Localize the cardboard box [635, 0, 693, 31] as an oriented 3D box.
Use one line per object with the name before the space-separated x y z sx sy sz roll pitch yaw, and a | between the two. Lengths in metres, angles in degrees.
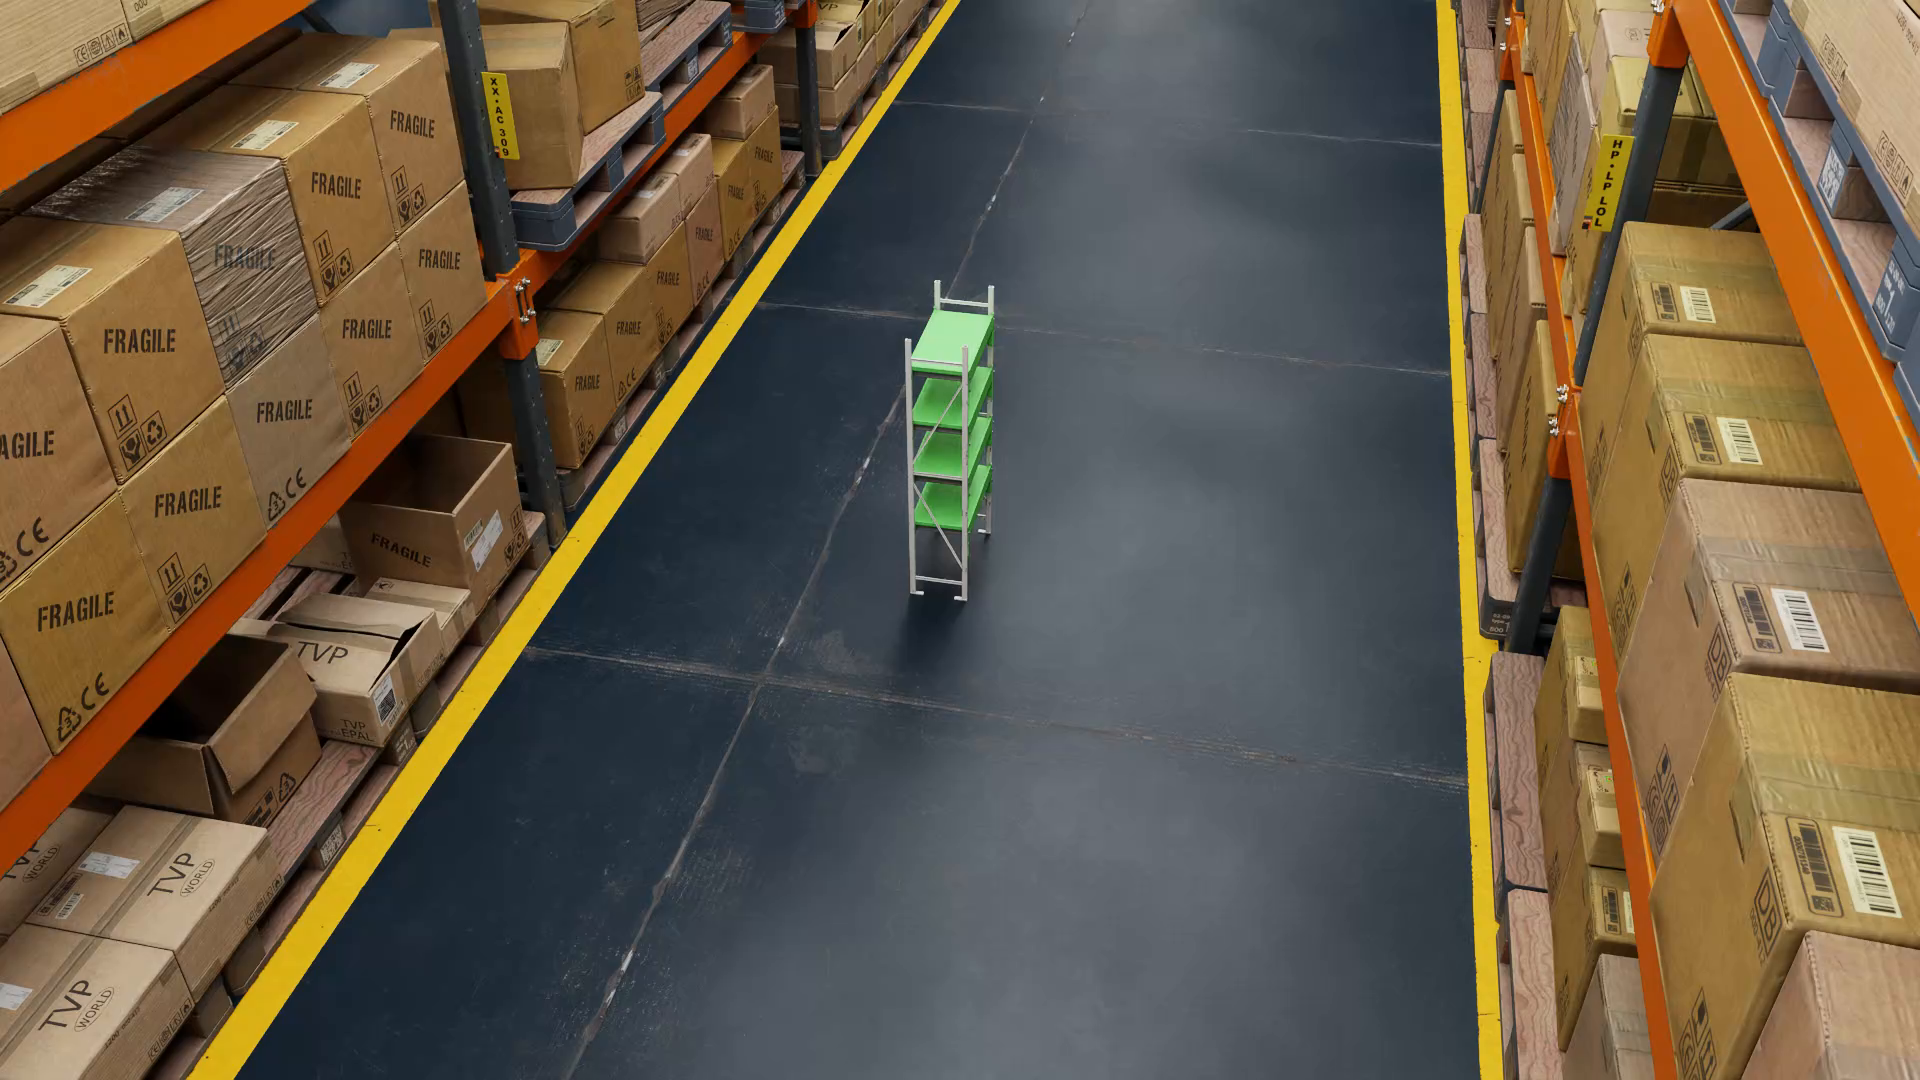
cardboard box | -1.771 -2.895 8.245 0.700 0.500 0.500 14 38 19

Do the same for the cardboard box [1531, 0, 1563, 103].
cardboard box | 2.894 -2.280 7.484 0.500 0.500 0.500 7 37 10

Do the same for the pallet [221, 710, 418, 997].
pallet | -2.625 0.958 5.749 1.003 0.211 1.213 7 37 10

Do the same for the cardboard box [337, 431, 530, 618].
cardboard box | -2.064 -0.070 6.546 0.500 0.500 0.500 7 37 10

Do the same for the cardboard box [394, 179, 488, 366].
cardboard box | -2.075 -0.988 5.972 0.500 0.500 0.500 8 37 11

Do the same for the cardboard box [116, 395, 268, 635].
cardboard box | -2.398 -0.105 4.754 0.500 0.500 0.500 8 37 11

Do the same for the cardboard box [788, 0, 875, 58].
cardboard box | -0.862 -3.409 10.905 0.500 0.311 0.500 6 36 9

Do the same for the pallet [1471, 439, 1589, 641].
pallet | 2.712 0.030 7.029 1.003 0.211 1.213 7 37 10

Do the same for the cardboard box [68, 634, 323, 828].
cardboard box | -2.615 0.644 5.558 0.797 0.503 0.637 7 37 10

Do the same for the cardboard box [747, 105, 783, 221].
cardboard box | -1.335 -2.160 9.430 0.500 0.500 0.500 9 37 12

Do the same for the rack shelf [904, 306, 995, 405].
rack shelf | -0.035 -0.728 6.523 0.258 0.148 0.480 7 37 10

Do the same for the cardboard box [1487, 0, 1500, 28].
cardboard box | 4.189 -3.976 11.935 0.700 0.500 0.500 9 37 12

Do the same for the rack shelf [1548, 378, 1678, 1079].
rack shelf | 2.194 0.790 4.217 1.077 0.370 4.000 7 37 10

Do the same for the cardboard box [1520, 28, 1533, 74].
cardboard box | 2.977 -2.402 8.206 0.380 0.149 0.250 8 37 11

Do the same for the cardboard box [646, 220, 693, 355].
cardboard box | -1.661 -1.272 8.204 0.500 0.500 0.500 8 37 11

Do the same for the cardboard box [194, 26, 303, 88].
cardboard box | -2.595 -1.477 5.795 0.500 0.500 0.500 8 37 11

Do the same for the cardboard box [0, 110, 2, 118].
cardboard box | -2.491 -0.962 3.593 0.500 0.250 0.500 7 37 10

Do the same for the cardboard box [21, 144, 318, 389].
cardboard box | -2.289 -0.807 4.870 0.500 0.500 0.500 8 37 10

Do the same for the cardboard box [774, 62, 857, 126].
cardboard box | -0.966 -2.880 10.653 0.500 0.250 0.500 7 37 10

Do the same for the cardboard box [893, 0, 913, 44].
cardboard box | -0.644 -3.761 11.868 0.500 0.250 0.500 8 37 11

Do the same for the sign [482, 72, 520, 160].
sign | -1.687 -1.553 6.100 0.100 0.325 0.005 7 37 10

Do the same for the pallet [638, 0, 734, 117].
pallet | -1.776 -2.367 8.123 1.003 0.211 1.213 7 37 10

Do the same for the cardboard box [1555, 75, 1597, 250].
cardboard box | 2.573 -1.407 6.279 0.500 0.500 0.500 8 37 10

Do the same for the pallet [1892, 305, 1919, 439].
pallet | 1.915 0.040 2.158 1.003 0.211 1.213 7 37 10

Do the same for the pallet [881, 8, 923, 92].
pallet | -0.888 -3.595 12.030 1.003 0.211 1.213 7 37 10

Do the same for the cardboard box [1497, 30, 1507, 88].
cardboard box | 3.880 -3.095 10.720 0.700 0.500 0.500 7 37 10

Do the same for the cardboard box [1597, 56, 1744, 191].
cardboard box | 2.471 -1.420 5.659 0.500 0.250 0.500 8 37 11

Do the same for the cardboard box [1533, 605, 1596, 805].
cardboard box | 2.361 0.610 5.624 0.700 0.500 0.500 8 37 11

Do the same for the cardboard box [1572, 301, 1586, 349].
cardboard box | 2.417 -0.783 5.972 0.380 0.149 0.250 8 37 10

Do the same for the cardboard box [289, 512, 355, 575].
cardboard box | -2.520 -0.142 6.807 0.500 0.311 0.500 7 37 10

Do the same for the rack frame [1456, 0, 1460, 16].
rack frame | 4.330 -5.234 11.916 1.000 3.000 0.127 7 37 10

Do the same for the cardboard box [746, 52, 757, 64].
cardboard box | -1.493 -3.175 10.582 0.500 0.311 0.500 8 37 11

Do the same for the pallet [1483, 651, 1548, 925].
pallet | 2.382 0.907 5.818 1.003 0.211 1.213 7 37 10

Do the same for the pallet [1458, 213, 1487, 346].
pallet | 3.233 -1.369 8.959 1.003 0.211 1.213 7 37 10

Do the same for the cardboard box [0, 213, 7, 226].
cardboard box | -2.924 -0.590 4.571 0.500 0.500 0.500 8 37 11

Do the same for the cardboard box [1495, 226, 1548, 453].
cardboard box | 2.820 -0.846 7.336 0.750 0.750 0.750 8 37 11

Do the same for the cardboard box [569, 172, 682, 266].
cardboard box | -1.664 -1.556 7.957 0.500 0.250 0.500 7 37 10

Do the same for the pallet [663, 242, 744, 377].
pallet | -1.824 -1.310 8.878 1.003 0.211 1.213 7 37 10

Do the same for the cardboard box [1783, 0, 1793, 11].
cardboard box | 2.093 -1.359 3.697 0.500 0.250 0.500 7 36 9

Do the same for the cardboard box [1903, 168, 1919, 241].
cardboard box | 1.774 -0.471 2.472 0.500 0.250 0.500 6 36 8

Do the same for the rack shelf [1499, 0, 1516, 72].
rack shelf | 3.903 -3.796 10.545 1.077 0.370 4.000 7 37 10

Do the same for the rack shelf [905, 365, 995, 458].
rack shelf | -0.035 -0.534 6.664 0.258 0.148 0.480 7 37 10

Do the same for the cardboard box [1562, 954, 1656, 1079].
cardboard box | 2.032 1.498 4.399 0.700 0.500 0.500 6 36 8

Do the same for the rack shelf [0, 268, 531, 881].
rack shelf | -2.646 0.171 5.071 1.077 0.370 4.000 7 37 10

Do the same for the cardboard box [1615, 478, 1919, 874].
cardboard box | 2.182 0.376 3.920 0.980 0.700 0.700 6 36 8

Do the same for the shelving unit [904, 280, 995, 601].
shelving unit | -0.035 -0.391 6.767 0.258 1.200 0.503 7 37 10
